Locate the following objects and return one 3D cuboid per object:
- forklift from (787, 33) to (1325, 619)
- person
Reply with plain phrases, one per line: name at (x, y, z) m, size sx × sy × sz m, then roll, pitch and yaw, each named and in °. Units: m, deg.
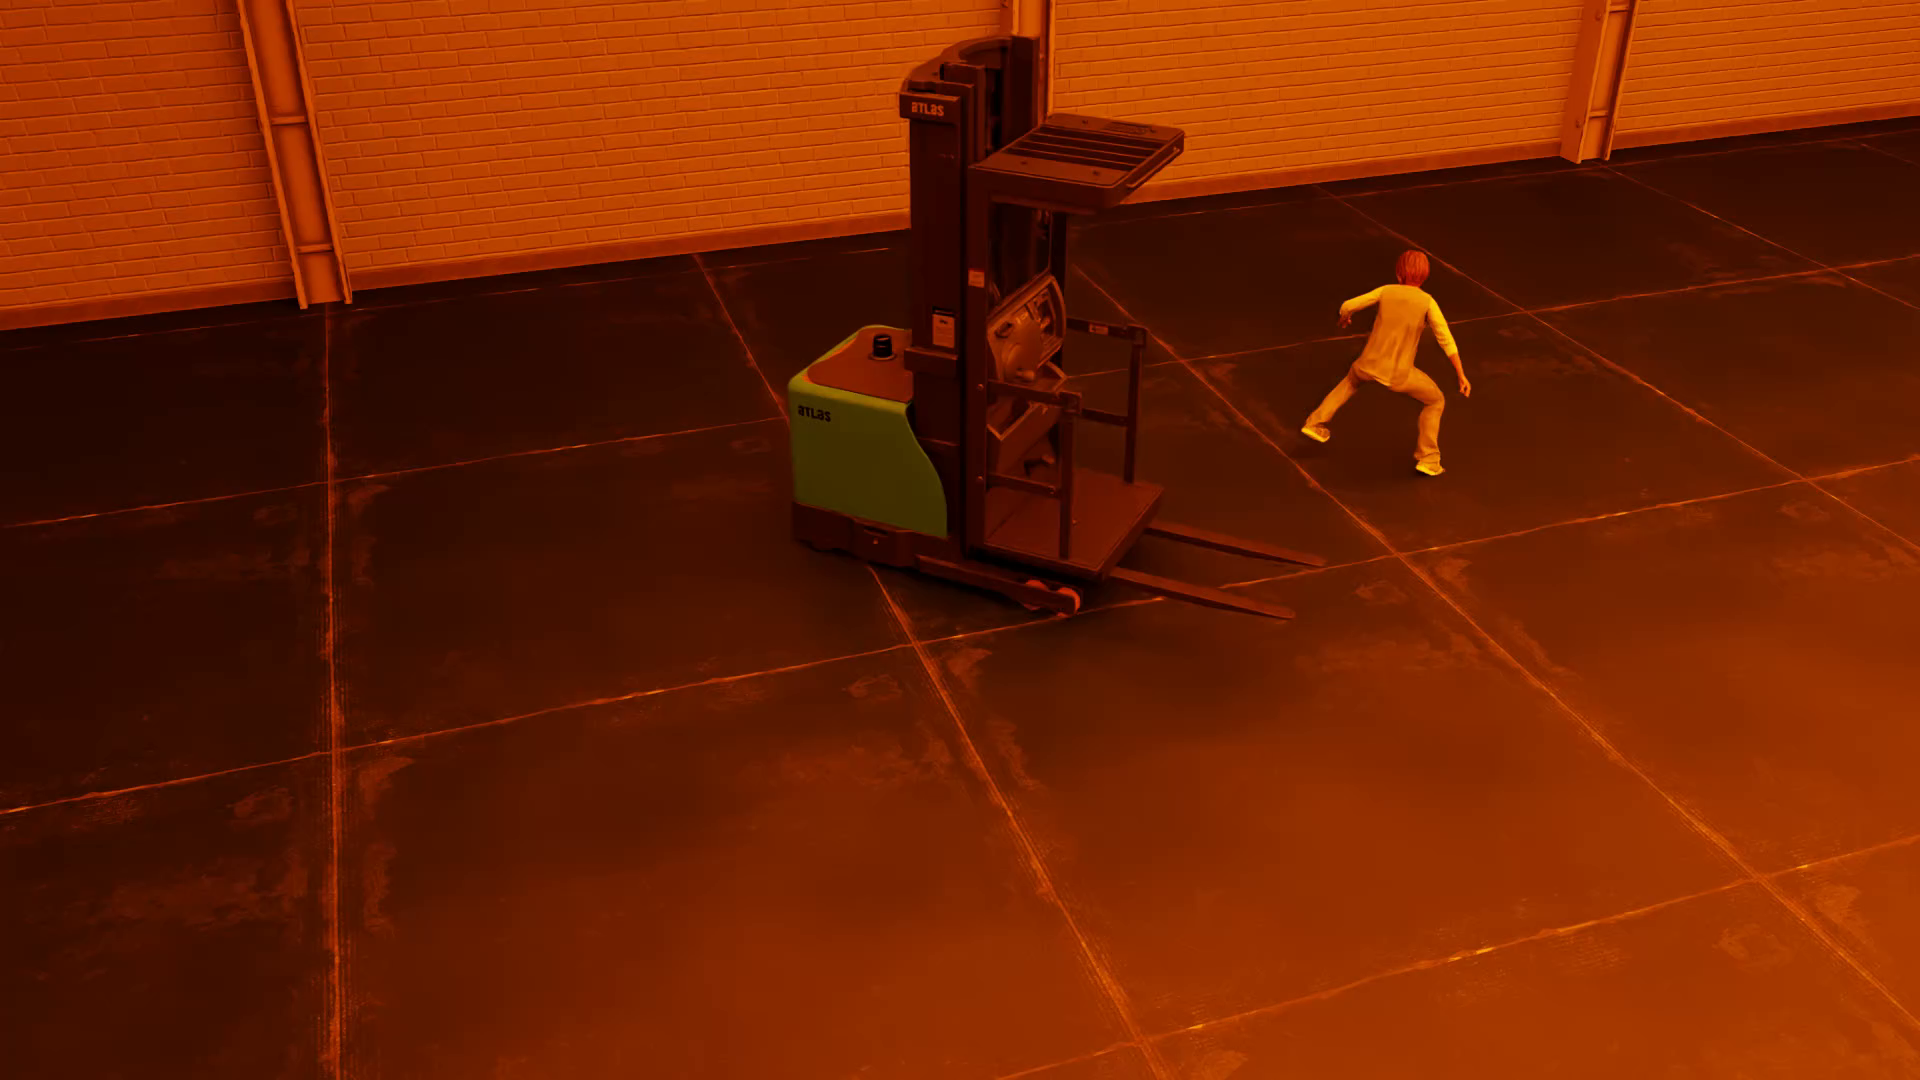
forklift at (0.552, -1.140, 9.067) m, size 3.031 × 2.935 × 1.130 m, roll 14°, pitch 33°, yaw 22°
person at (2.777, -1.091, 10.536) m, size 1.030 × 1.496 × 0.488 m, roll 21°, pitch 36°, yaw 31°
